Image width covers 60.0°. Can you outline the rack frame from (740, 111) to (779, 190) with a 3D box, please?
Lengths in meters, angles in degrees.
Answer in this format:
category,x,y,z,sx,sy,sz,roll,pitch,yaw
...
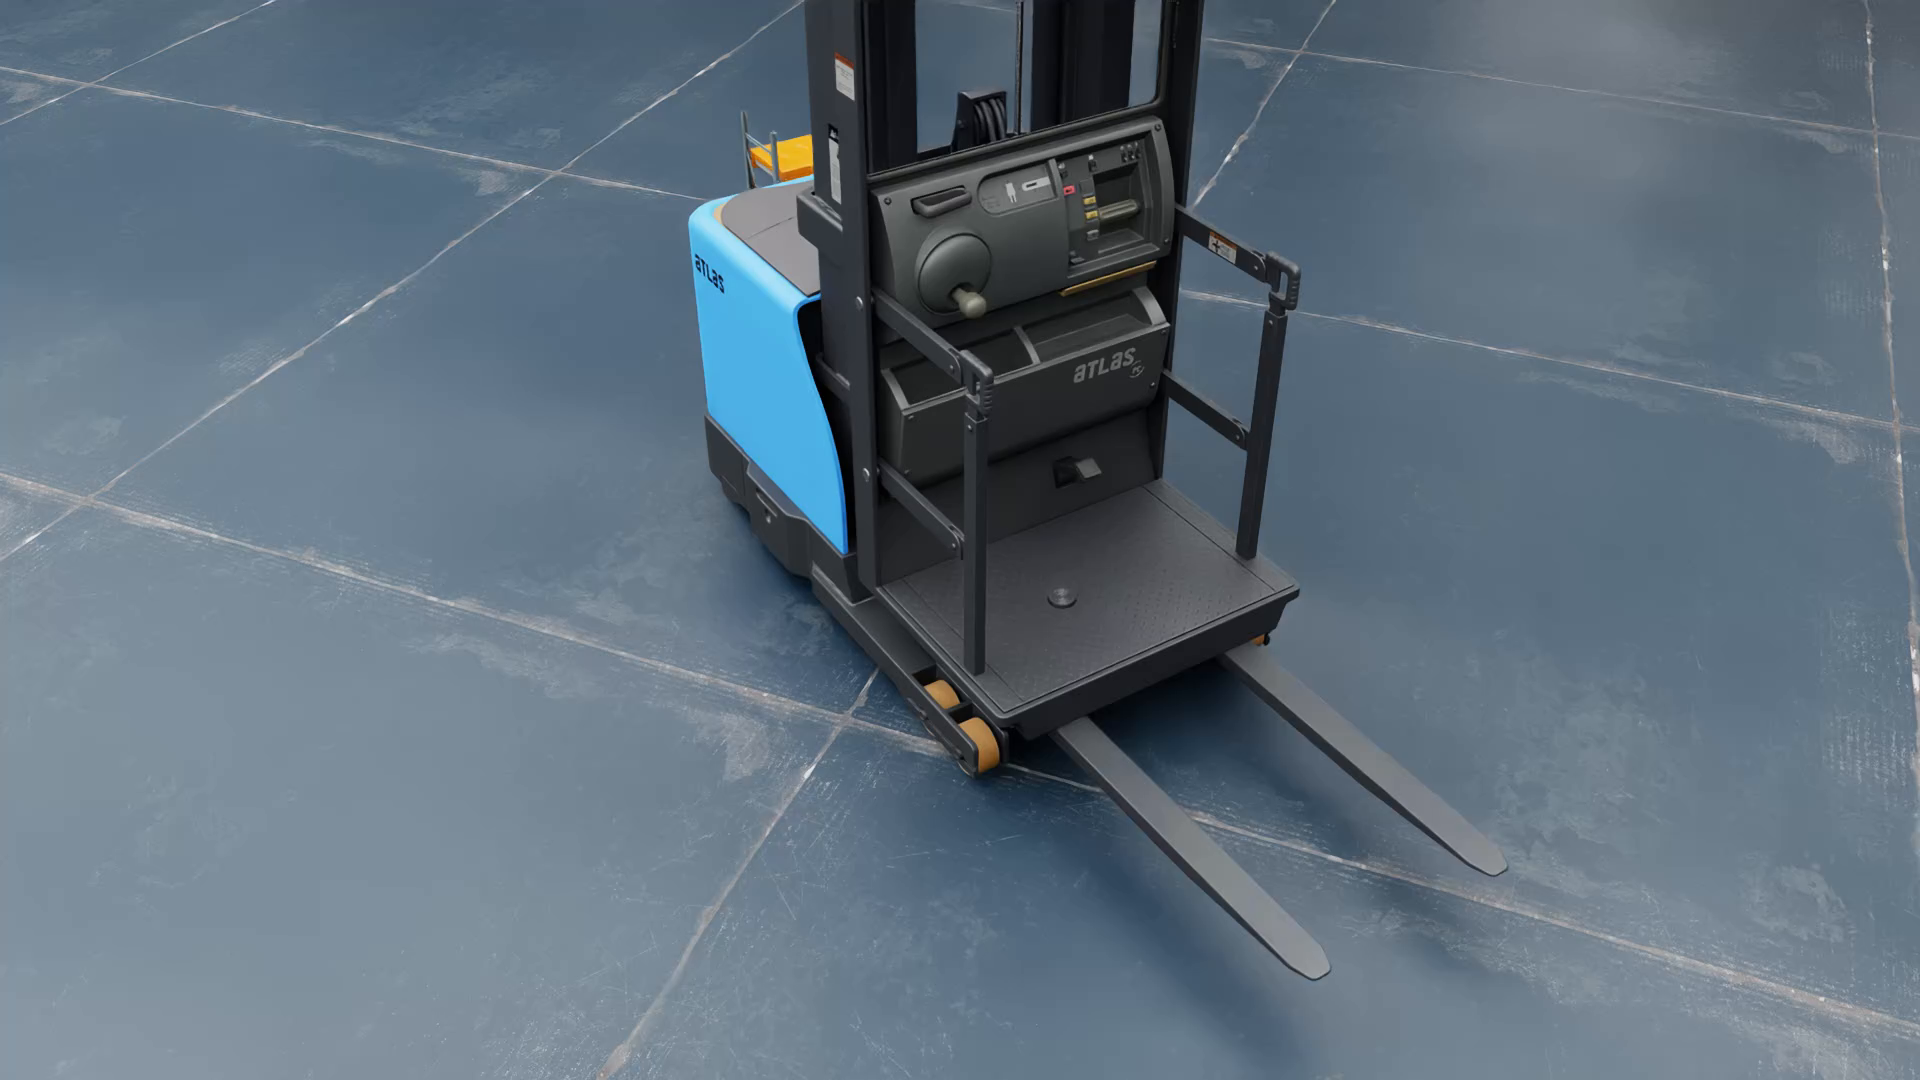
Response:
category,x,y,z,sx,sy,sz,roll,pitch,yaw
rack frame,-0.679,-0.931,5.989,0.015,1.200,0.240,-21,41,-26

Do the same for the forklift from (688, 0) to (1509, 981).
category,x,y,z,sx,sy,sz,roll,pitch,yaw
forklift,0.313,-0.815,4.392,1.130,2.935,3.031,-21,42,-26

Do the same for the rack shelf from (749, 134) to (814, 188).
category,x,y,z,sx,sy,sz,roll,pitch,yaw
rack shelf,-0.478,-1.328,5.864,0.480,0.148,0.258,-21,41,-26

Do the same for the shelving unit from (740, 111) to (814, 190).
category,x,y,z,sx,sy,sz,roll,pitch,yaw
shelving unit,-0.474,-1.010,6.094,0.503,1.200,0.258,-21,41,-26
